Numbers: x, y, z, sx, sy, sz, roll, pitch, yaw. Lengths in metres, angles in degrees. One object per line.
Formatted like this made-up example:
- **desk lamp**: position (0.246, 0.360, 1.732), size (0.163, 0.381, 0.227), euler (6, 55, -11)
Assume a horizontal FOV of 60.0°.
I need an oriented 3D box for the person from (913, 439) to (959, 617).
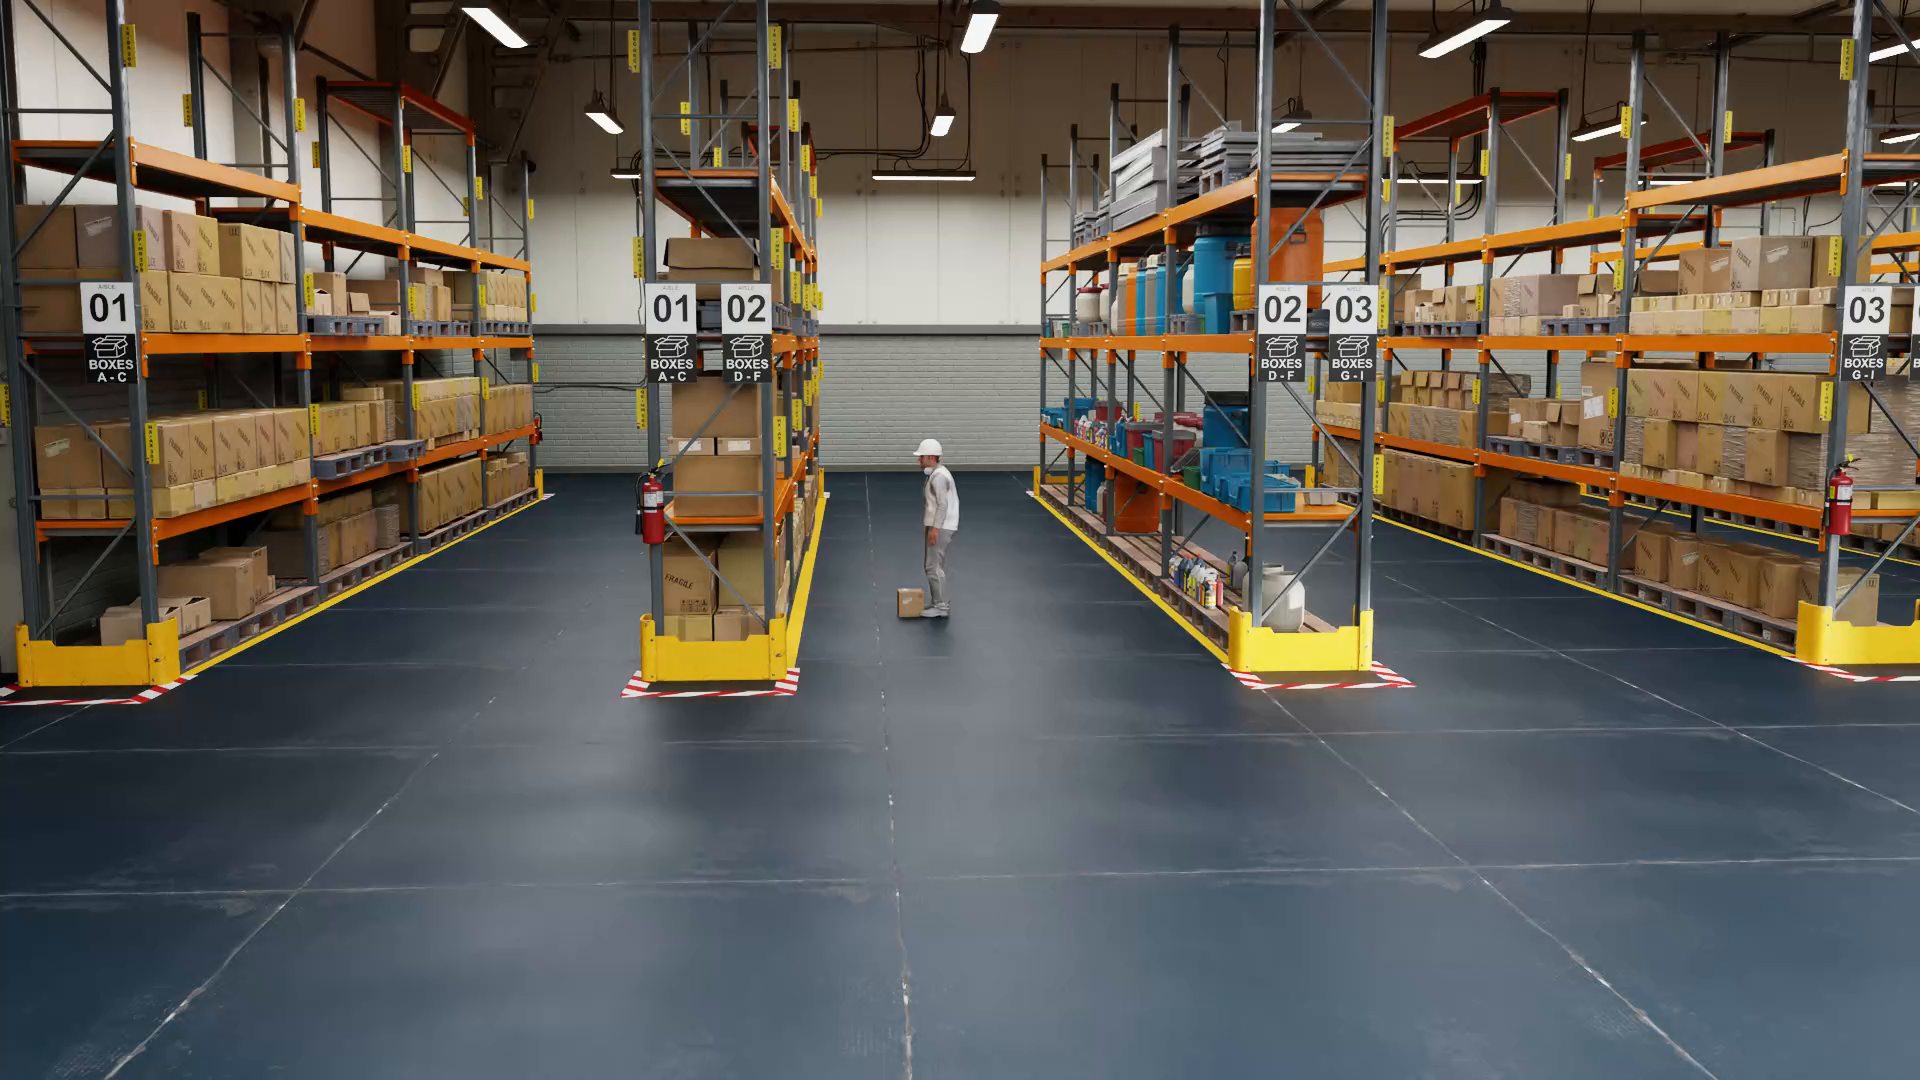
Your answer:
- **person**: position (-0.243, -0.125, 16.684), size (0.460, 1.770, 0.590), euler (-1, 7, -6)
